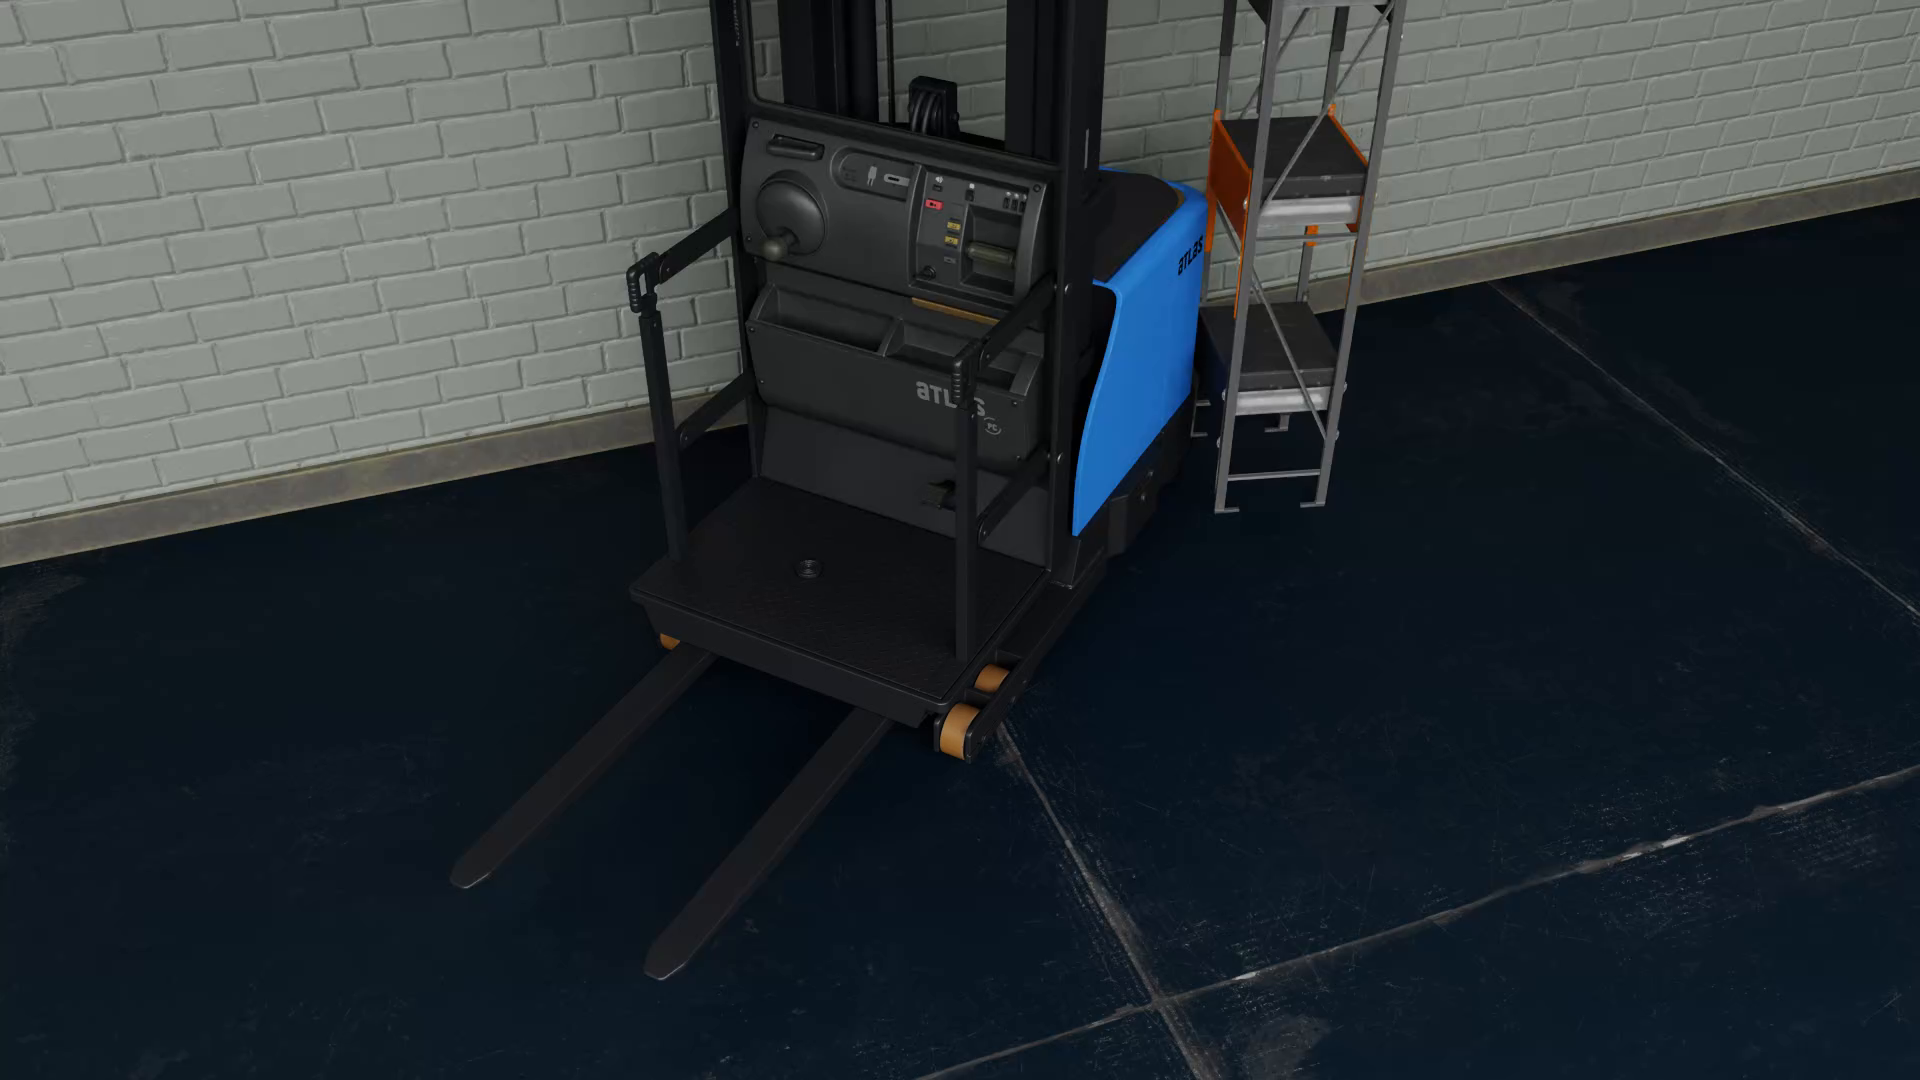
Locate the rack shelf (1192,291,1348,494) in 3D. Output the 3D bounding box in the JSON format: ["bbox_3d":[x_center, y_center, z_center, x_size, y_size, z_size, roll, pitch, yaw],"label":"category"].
[{"bbox_3d":[1.069,-0.526,5.890,0.431,0.518,0.480,-4,37,-5],"label":"rack shelf"}]

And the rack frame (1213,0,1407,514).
[{"bbox_3d":[1.097,-0.950,5.267,0.400,2.100,0.015,-4,37,-5],"label":"rack frame"}]

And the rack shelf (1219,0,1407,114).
[{"bbox_3d":[1.069,-1.645,5.047,0.431,0.518,0.480,-4,37,-5],"label":"rack shelf"}]

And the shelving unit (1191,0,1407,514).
[{"bbox_3d":[1.069,-1.096,5.460,0.431,2.100,0.503,-4,37,-5],"label":"shelving unit"}]

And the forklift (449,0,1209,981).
[{"bbox_3d":[-0.296,-0.836,4.424,1.130,2.935,3.031,18,40,22],"label":"forklift"}]

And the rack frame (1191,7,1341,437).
[{"bbox_3d":[1.041,-1.242,5.654,0.400,2.100,0.015,-4,37,-5],"label":"rack frame"}]

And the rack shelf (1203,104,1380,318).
[{"bbox_3d":[1.069,-1.085,5.468,0.431,0.518,0.480,-4,37,-5],"label":"rack shelf"}]
